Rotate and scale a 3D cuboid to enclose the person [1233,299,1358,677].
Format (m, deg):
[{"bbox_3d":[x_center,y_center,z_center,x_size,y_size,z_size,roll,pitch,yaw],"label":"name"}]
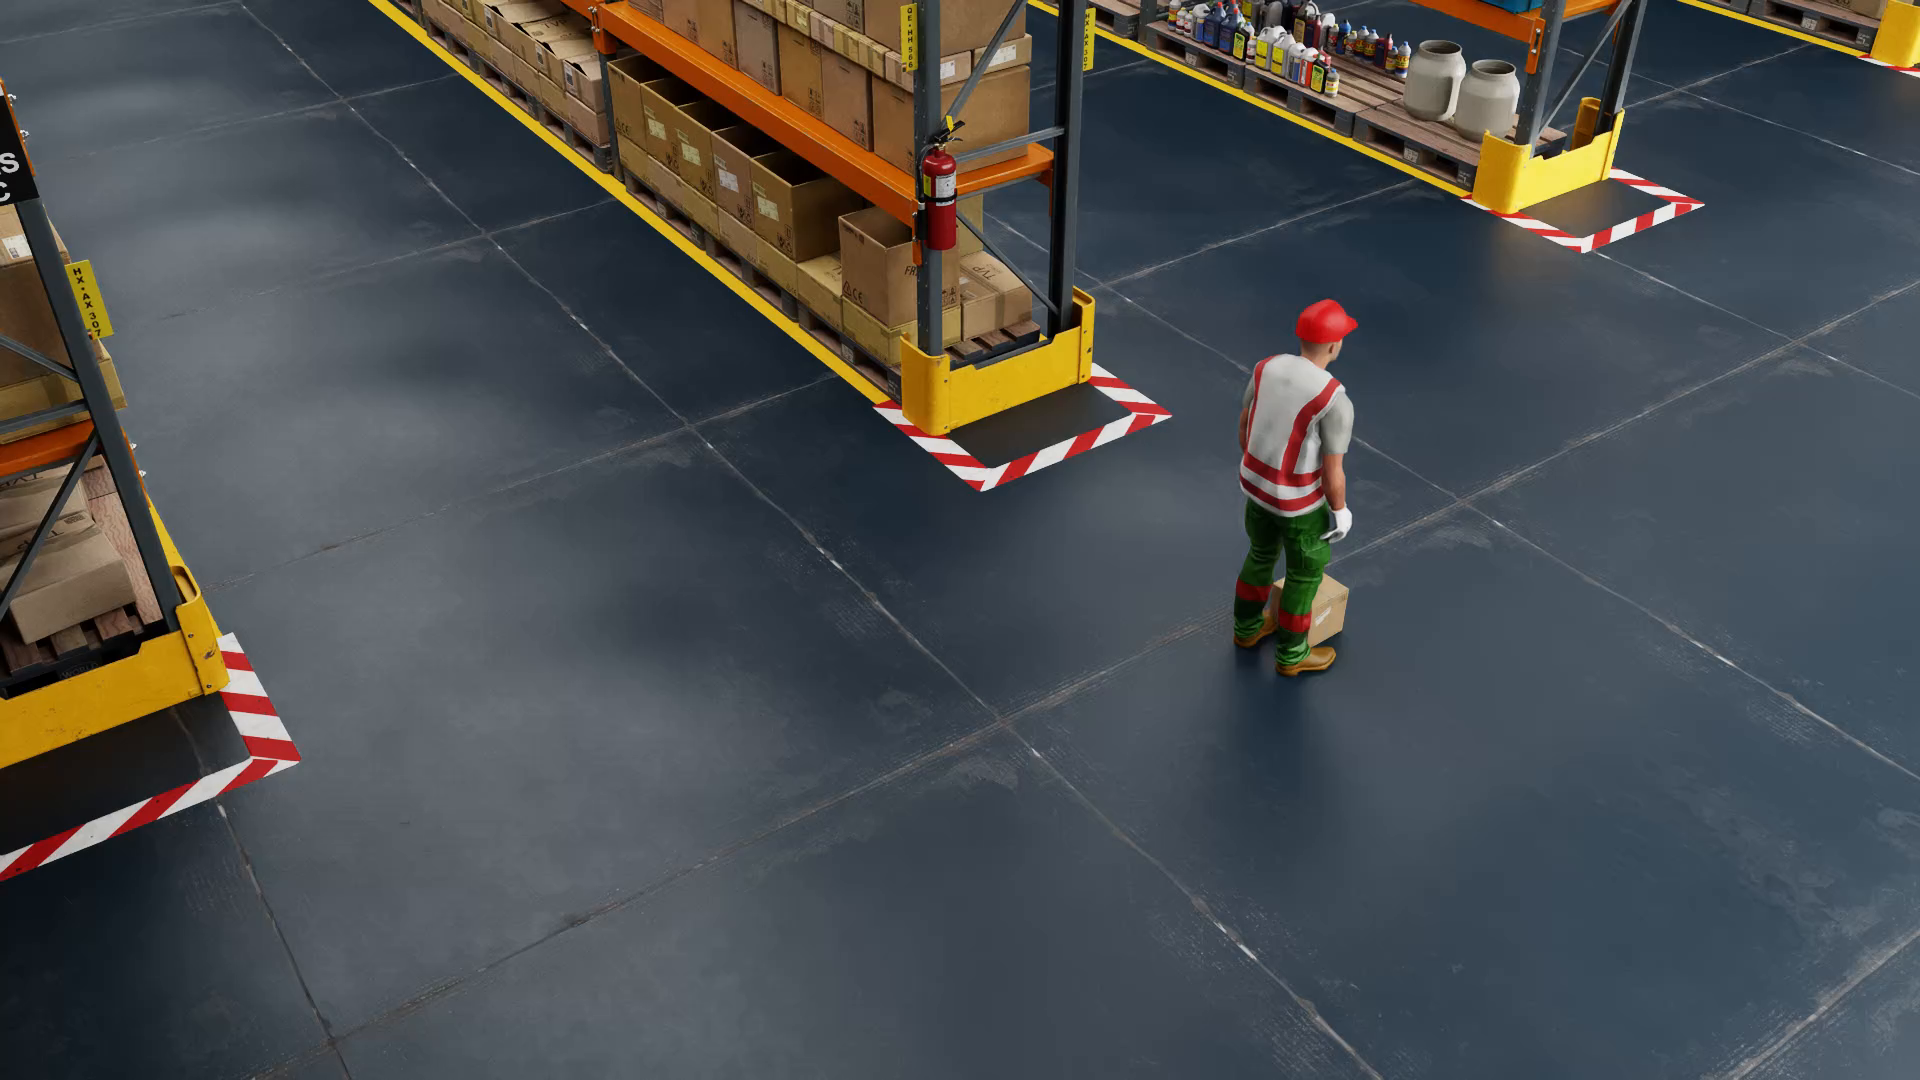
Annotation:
[{"bbox_3d":[1.466,-0.222,7.297,0.456,1.778,0.617,-23,42,-28],"label":"person"}]
